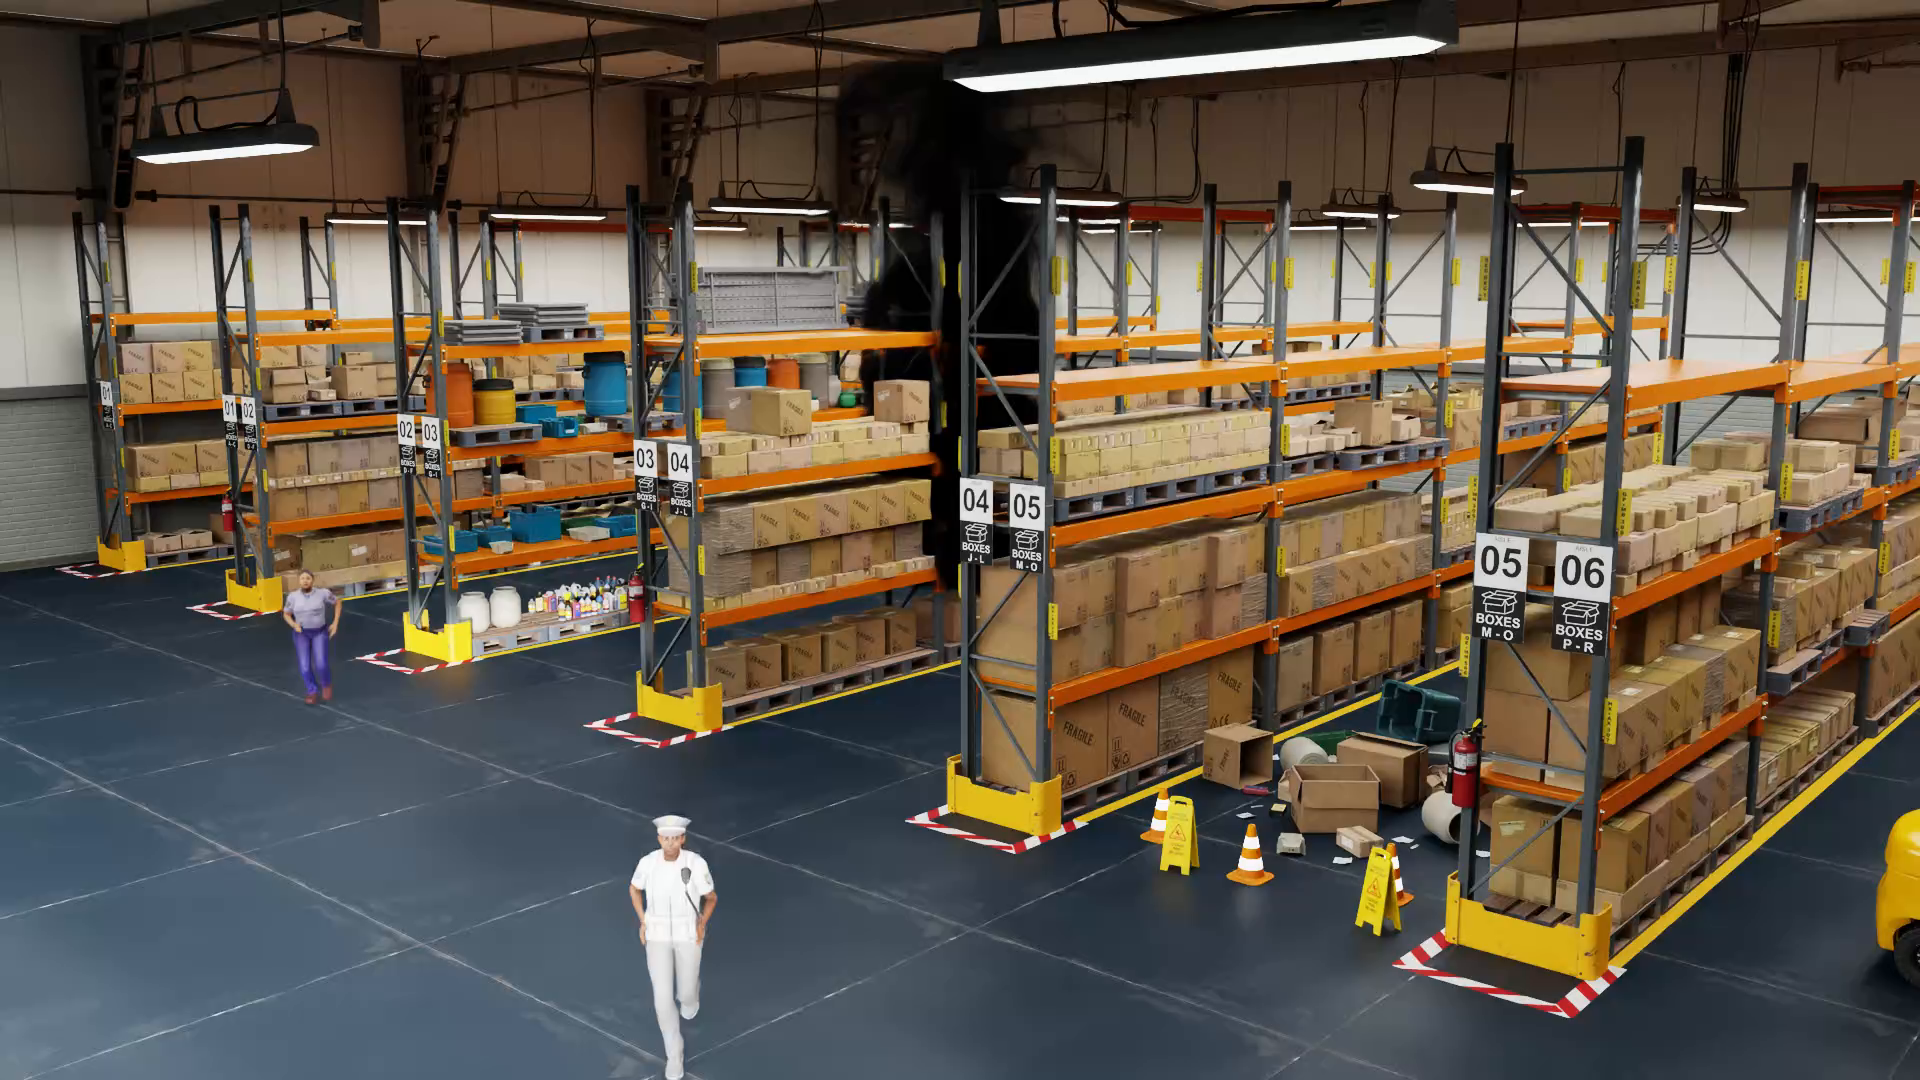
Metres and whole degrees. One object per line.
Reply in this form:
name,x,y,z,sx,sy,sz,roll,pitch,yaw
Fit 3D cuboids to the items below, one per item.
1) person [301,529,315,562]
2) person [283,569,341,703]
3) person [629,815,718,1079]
person,-10.896,-0.314,27.840,0.617,1.667,0.958,4,10,25
person,-7.604,1.139,19.536,0.630,1.607,0.578,-2,10,-14
person,-1.871,2.578,10.869,0.577,1.686,0.760,-1,10,-5
